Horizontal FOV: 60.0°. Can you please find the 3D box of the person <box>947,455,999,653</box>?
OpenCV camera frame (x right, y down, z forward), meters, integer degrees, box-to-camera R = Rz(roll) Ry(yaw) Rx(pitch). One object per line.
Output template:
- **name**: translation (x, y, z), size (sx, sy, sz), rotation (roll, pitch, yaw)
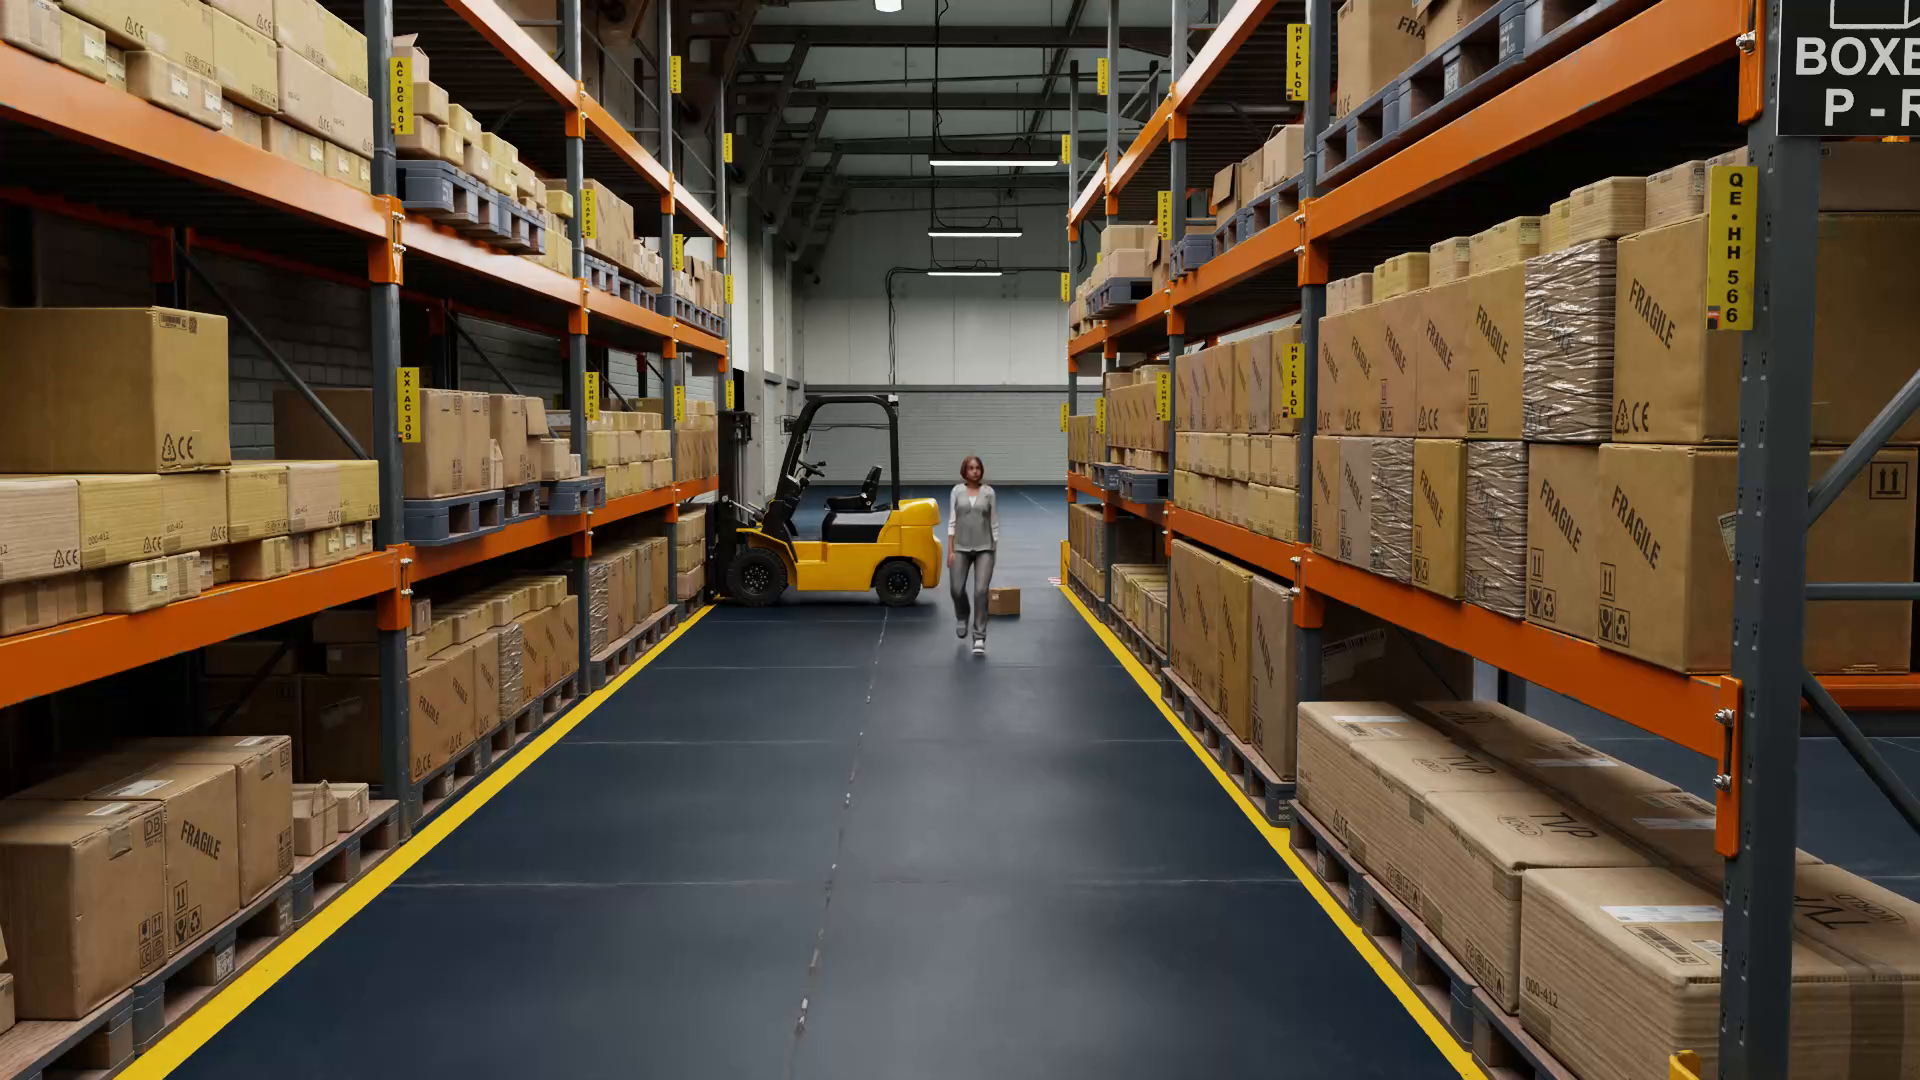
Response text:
- **person**: translation (0.105, 0.104, 13.447), size (0.421, 1.586, 0.539), rotation (0, 4, 2)
